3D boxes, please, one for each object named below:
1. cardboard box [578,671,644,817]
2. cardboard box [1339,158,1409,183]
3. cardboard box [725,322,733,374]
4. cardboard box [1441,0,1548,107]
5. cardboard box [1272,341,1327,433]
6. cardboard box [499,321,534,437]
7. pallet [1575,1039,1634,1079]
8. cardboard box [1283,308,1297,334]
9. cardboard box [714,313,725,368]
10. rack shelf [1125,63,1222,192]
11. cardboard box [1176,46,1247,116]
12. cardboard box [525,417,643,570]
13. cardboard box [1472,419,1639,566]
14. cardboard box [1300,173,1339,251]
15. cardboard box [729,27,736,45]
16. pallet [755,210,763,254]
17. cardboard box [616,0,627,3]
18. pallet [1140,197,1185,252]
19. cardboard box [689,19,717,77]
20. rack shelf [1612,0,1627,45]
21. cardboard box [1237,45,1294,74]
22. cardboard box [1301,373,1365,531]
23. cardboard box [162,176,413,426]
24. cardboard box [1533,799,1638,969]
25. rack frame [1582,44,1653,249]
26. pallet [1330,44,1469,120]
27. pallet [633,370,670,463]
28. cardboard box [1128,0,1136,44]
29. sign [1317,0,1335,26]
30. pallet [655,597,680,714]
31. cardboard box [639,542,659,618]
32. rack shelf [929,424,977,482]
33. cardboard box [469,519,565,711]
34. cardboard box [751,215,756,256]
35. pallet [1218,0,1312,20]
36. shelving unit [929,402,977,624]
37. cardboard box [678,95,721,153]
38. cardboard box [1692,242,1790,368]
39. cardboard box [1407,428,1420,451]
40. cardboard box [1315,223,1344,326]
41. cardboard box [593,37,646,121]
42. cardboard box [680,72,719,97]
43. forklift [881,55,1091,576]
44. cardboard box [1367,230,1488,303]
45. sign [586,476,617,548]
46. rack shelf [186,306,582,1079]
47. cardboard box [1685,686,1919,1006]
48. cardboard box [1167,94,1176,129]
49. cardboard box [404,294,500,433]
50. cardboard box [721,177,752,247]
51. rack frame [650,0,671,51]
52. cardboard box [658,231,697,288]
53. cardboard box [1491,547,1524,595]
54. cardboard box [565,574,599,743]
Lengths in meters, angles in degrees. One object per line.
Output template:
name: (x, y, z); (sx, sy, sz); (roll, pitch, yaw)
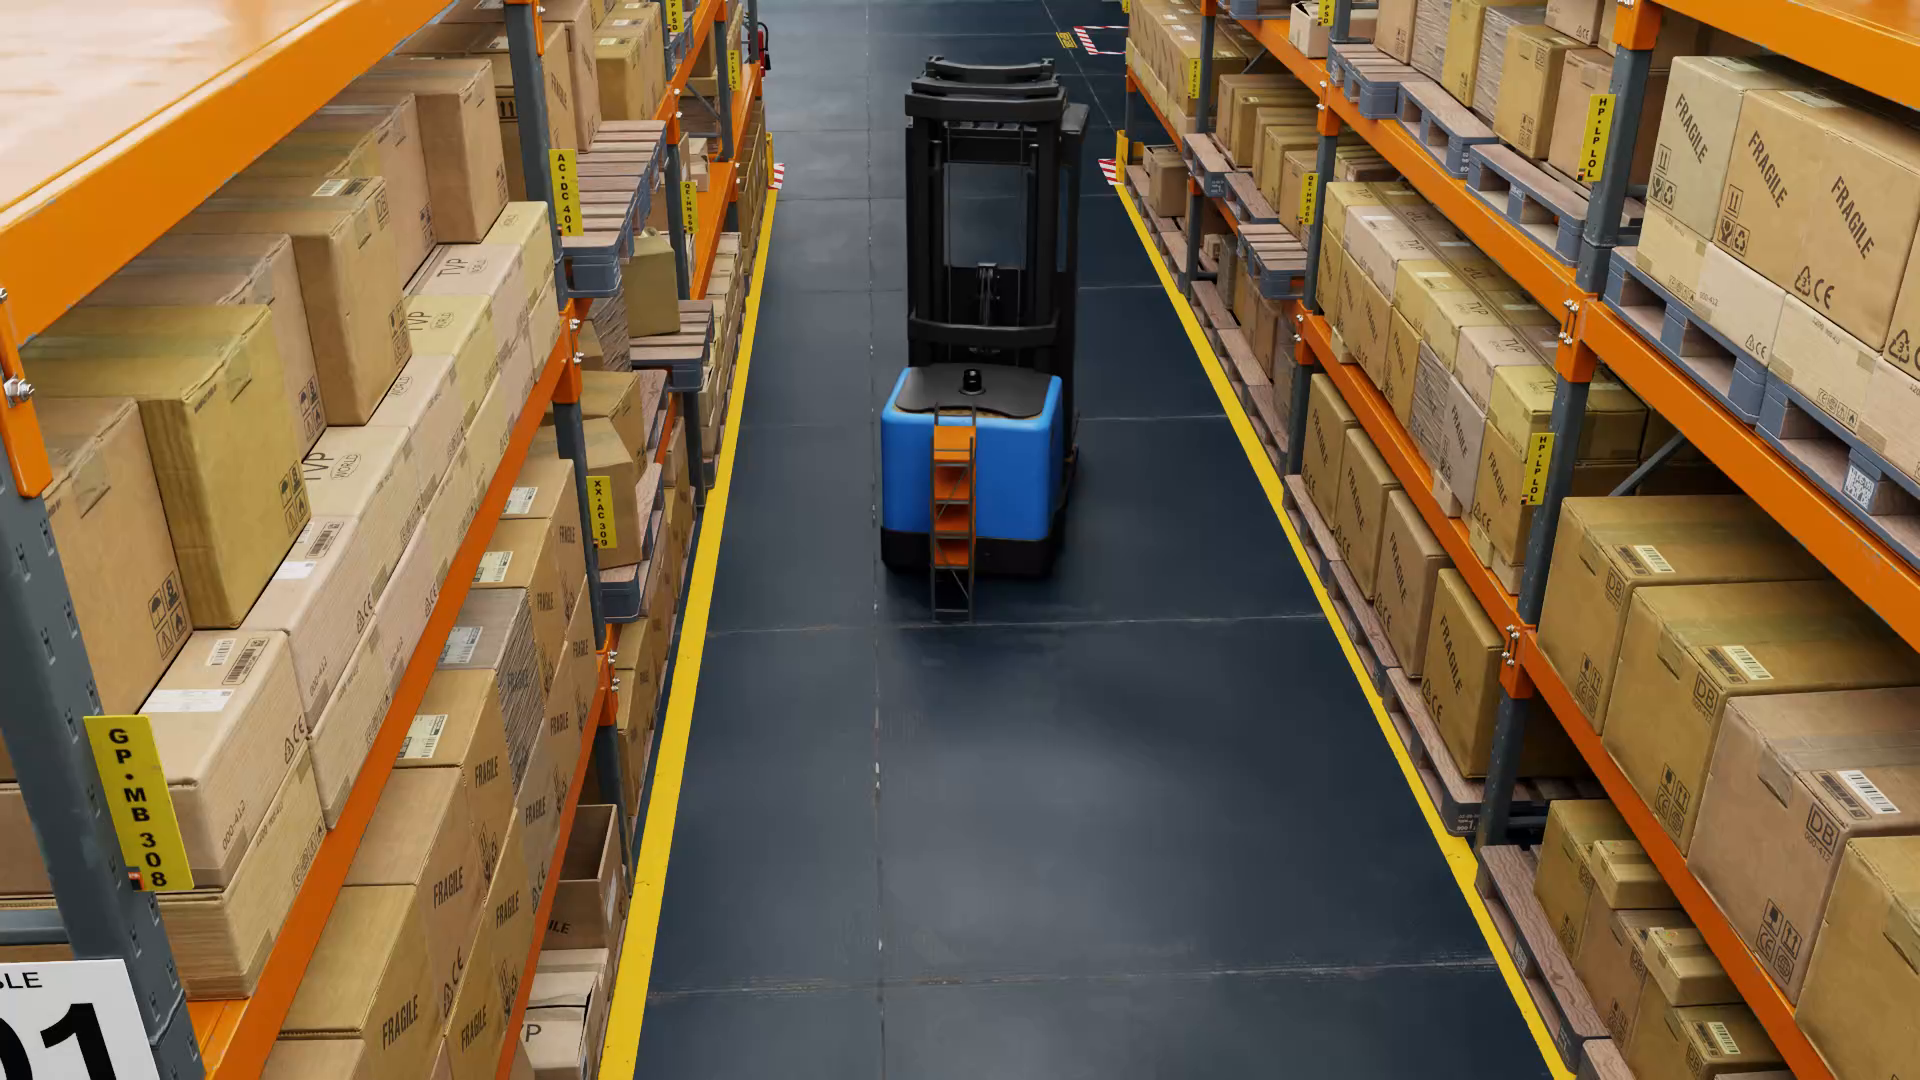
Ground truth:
cardboard box: (-1.788, 0.973, 7.868); (0.500, 0.500, 0.500); (-3, 28, -5)
cardboard box: (2.684, -2.365, 10.756); (0.380, 0.149, 0.250); (-5, 28, -9)
cardboard box: (-2.036, -1.483, 12.869); (0.500, 0.250, 0.500); (-1, 28, -2)
cardboard box: (2.911, -2.527, 8.524); (0.700, 0.500, 0.500); (0, 28, 0)
cardboard box: (2.642, -1.097, 11.838); (0.700, 0.500, 0.500); (-1, 28, -2)
cardboard box: (-1.699, -0.525, 5.432); (0.500, 0.250, 0.500); (-1, 28, -3)
pallet: (2.969, 2.322, 6.070); (1.003, 0.211, 1.213); (-1, 28, -3)
cardboard box: (2.675, -1.695, 12.172); (0.500, 0.250, 0.500); (-1, 28, -2)
cardboard box: (-2.009, -1.501, 12.297); (0.500, 0.311, 0.500); (-2, 28, -4)
rack shelf: (2.419, -4.131, 16.206); (1.077, 0.370, 4.000); (-1, 28, -3)
cardboard box: (2.190, -4.012, 14.529); (0.500, 0.500, 0.500); (-1, 28, -3)
cardboard box: (-1.807, -0.166, 7.262); (0.700, 0.500, 0.500); (-11, 29, -20)
cardboard box: (2.665, -0.224, 7.485); (0.500, 0.500, 0.500); (-2, 28, -3)
cardboard box: (2.697, -2.136, 11.017); (0.700, 0.500, 0.500); (-5, 28, -9)
cardboard box: (-2.353, -4.815, 15.928); (0.380, 0.149, 0.250); (-1, 28, -1)
pallet: (-2.490, -3.102, 16.469); (1.003, 0.211, 1.213); (-1, 28, -3)
cardboard box: (-2.295, -3.216, 10.137); (0.500, 0.250, 0.500); (-3, 28, -6)
pallet: (2.386, -3.164, 16.589); (1.003, 0.211, 1.213); (-1, 28, -3)
cardboard box: (-2.453, -4.230, 14.105); (0.700, 0.500, 0.500); (-1, 28, -2)
rack shelf: (2.836, -2.920, 7.827); (1.077, 0.370, 4.000); (-1, 28, -3)
cardboard box: (2.707, -4.024, 14.551); (0.500, 0.500, 0.500); (-2, 28, -4)
cardboard box: (2.639, -0.570, 10.469); (0.750, 0.750, 0.750); (-2, 28, -3)
cardboard box: (-1.848, -0.613, 4.248); (0.700, 0.500, 0.500); (-1, 28, -3)
cardboard box: (2.877, 1.438, 6.999); (0.700, 0.500, 0.500); (-1, 28, -2)
rack frame: (2.941, -2.492, 5.797); (1.000, 3.000, 0.127); (-1, 28, -3)
pallet: (2.819, -2.630, 9.509); (1.213, 0.211, 1.003); (0, 28, 0)
pallet: (-2.109, -0.575, 8.817); (1.003, 0.211, 1.213); (-1, 28, -3)
cardboard box: (2.039, -5.421, 17.230); (0.500, 0.500, 0.500); (-1, 28, -3)
sign: (2.190, -3.227, 9.890); (0.100, 0.325, 0.005); (-1, 28, -3)
pallet: (-2.153, 0.586, 9.398); (1.003, 0.211, 1.213); (-1, 28, -3)
cardboard box: (-1.840, 0.179, 8.580); (0.500, 0.250, 0.500); (-1, 28, -3)
rack shelf: (-0.037, -0.504, 9.568); (0.258, 0.148, 0.480); (1, 28, 2)
cardboard box: (-1.692, 0.265, 5.808); (0.500, 0.500, 0.500); (-2, 28, -4)
cardboard box: (-2.166, -2.825, 15.442); (0.500, 0.250, 0.500); (-1, 28, -3)
pallet: (2.506, -4.007, 12.148); (1.213, 0.211, 1.003); (-1, 28, -3)
shelving unit: (-0.038, -0.156, 9.750); (0.258, 1.200, 0.503); (1, 28, 2)
cardboard box: (-2.453, -3.655, 14.405); (0.700, 0.500, 0.500); (-2, 28, -4)
cardboard box: (2.726, -0.765, 5.330); (0.500, 0.250, 0.500); (-2, 28, -4)
cardboard box: (2.615, -0.590, 8.887); (0.380, 0.149, 0.250); (-1, 28, -1)
cardboard box: (2.502, -1.634, 10.188); (0.500, 0.500, 0.500); (-1, 28, -1)
cardboard box: (-2.105, -2.256, 8.480); (0.910, 0.500, 0.500); (-1, 28, -3)
cardboard box: (-2.244, -3.866, 14.109); (0.380, 0.149, 0.250); (-1, 28, -3)
forklift: (0.243, -1.738, 10.914); (1.130, 2.935, 3.031); (4, 28, 8)
cardboard box: (2.557, -1.502, 9.124); (0.500, 0.250, 0.500); (-1, 28, -2)
sign: (-1.464, -0.111, 6.784); (0.100, 0.325, 0.005); (-1, 28, -3)
rack shelf: (-1.902, 0.202, 4.654); (1.077, 0.370, 4.000); (-1, 28, -3)
cardboard box: (3.033, 0.959, 5.344); (0.980, 0.700, 0.700); (-3, 28, -5)
cardboard box: (2.178, -3.911, 15.145); (0.500, 0.250, 0.500); (-1, 28, -2)
cardboard box: (-1.663, -0.516, 4.874); (0.500, 0.250, 0.500); (-1, 28, -3)
cardboard box: (-2.135, -2.927, 14.826); (0.500, 0.500, 0.500); (-1, 28, -3)
rack frame: (-2.215, -4.218, 9.107); (1.000, 3.000, 0.127); (-1, 28, -3)
cardboard box: (-2.068, -1.936, 11.315); (0.500, 0.311, 0.500); (-2, 28, -3)
cardboard box: (2.640, 0.121, 7.524); (0.380, 0.149, 0.250); (-1, 28, -2)
cardboard box: (-1.724, 0.469, 6.498); (0.500, 0.500, 0.500); (-1, 28, -2)
